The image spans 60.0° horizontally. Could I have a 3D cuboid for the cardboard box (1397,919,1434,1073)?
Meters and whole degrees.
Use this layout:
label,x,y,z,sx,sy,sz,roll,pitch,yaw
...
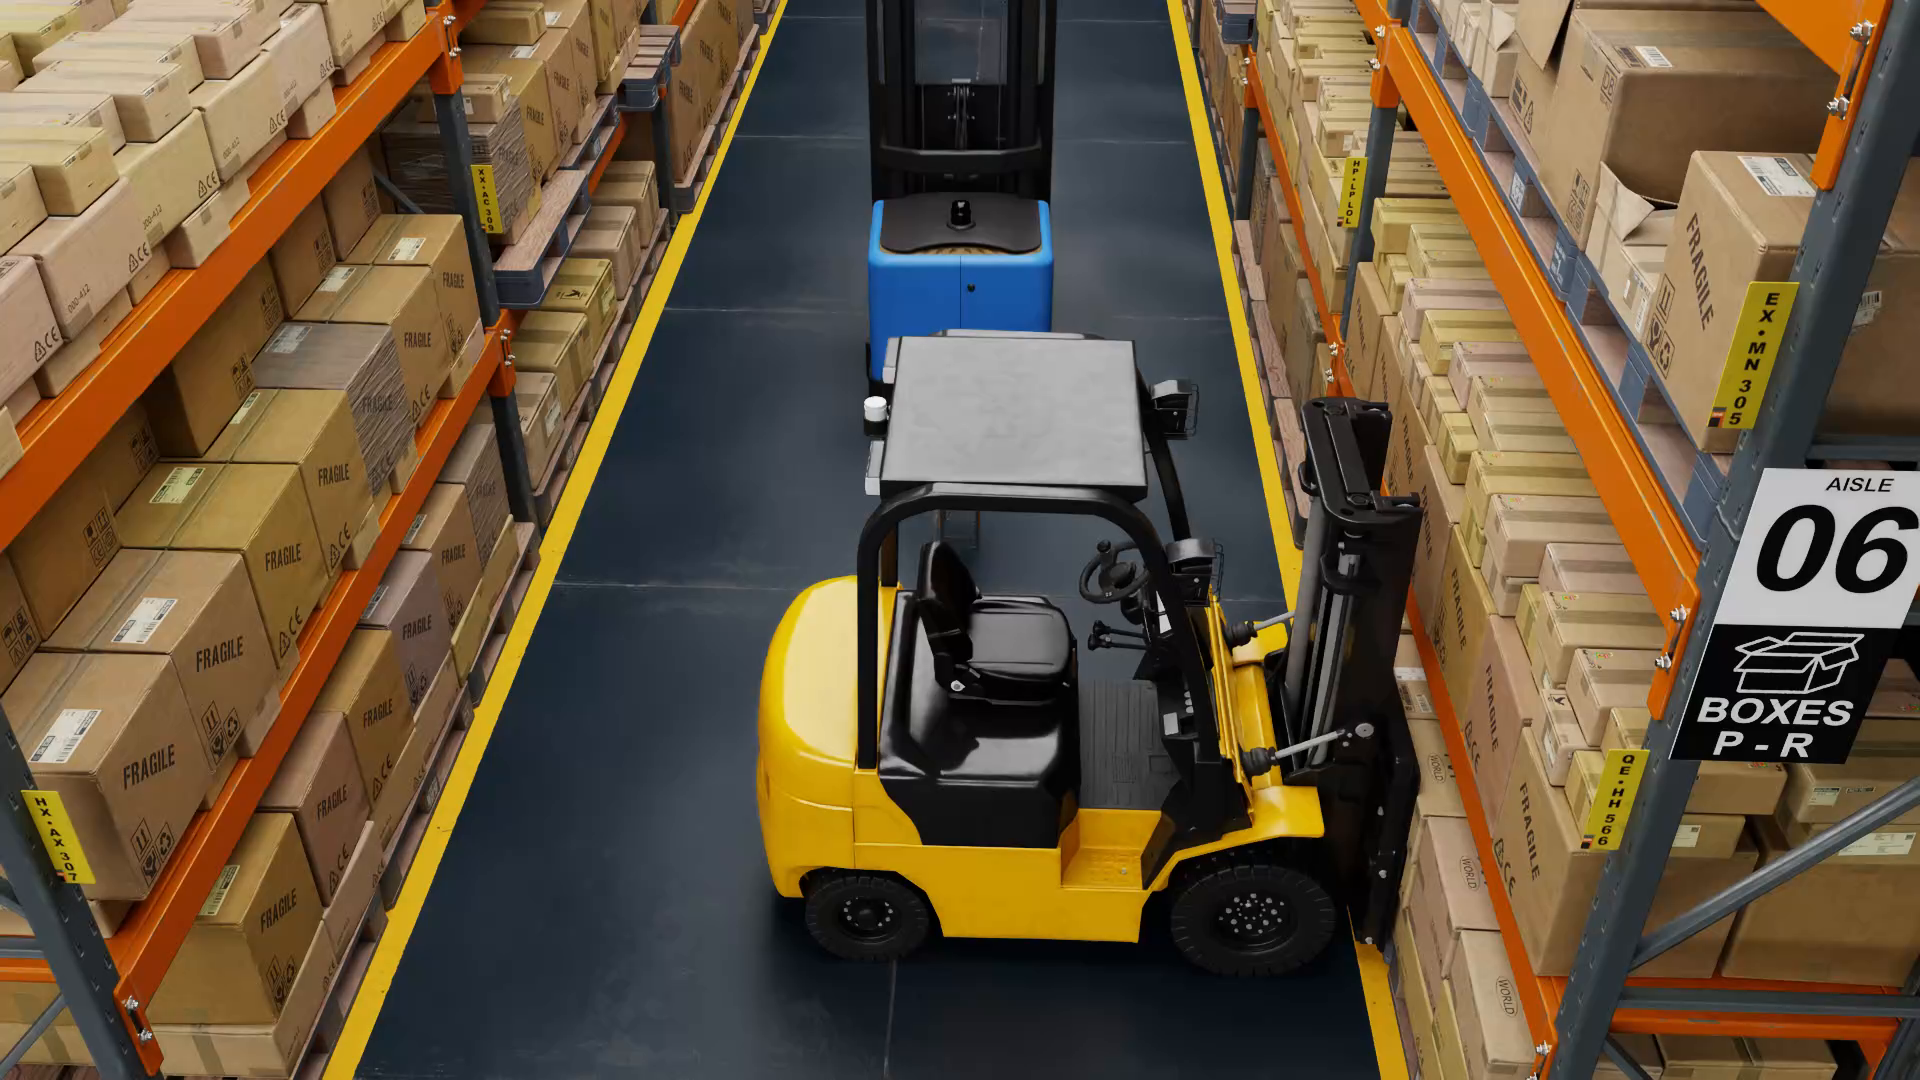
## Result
label,x,y,z,sx,sy,sz,roll,pitch,yaw
cardboard box,1.845,1.606,5.828,0.500,0.250,0.500,1,35,2

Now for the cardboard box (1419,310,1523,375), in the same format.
label,x,y,z,sx,sy,sz,roll,pitch,yaw
cardboard box,1.946,-0.740,6.230,0.380,0.149,0.250,1,35,1

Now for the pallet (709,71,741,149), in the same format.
label,x,y,z,sx,sy,sz,roll,pitch,yaw
pallet,-2.367,-3.502,13.496,1.003,0.211,1.213,1,35,2

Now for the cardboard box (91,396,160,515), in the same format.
label,x,y,z,sx,sy,sz,roll,pitch,yaw
cardboard box,-3.100,-0.353,5.374,0.700,0.500,0.500,1,35,1

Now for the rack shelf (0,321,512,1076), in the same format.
label,x,y,z,sx,sy,sz,roll,pitch,yaw
rack shelf,-2.767,0.249,6.359,1.077,0.370,4.000,1,35,2

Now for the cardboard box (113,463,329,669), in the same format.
label,x,y,z,sx,sy,sz,roll,pitch,yaw
cardboard box,-2.515,0.085,5.621,0.500,0.500,0.500,1,35,1

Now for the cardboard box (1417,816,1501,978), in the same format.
label,x,y,z,sx,sy,sz,roll,pitch,yaw
cardboard box,1.834,1.195,5.544,0.500,0.250,0.500,2,35,3

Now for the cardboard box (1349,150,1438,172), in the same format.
label,x,y,z,sx,sy,sz,roll,pitch,yaw
cardboard box,2.057,-1.739,7.910,0.380,0.149,0.250,1,35,1

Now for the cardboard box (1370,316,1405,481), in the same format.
label,x,y,z,sx,sy,sz,roll,pitch,yaw
cardboard box,1.990,-0.575,6.818,0.500,0.500,0.500,2,35,3

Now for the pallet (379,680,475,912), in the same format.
label,x,y,z,sx,sy,sz,roll,pitch,yaw
pallet,-2.725,1.035,7.039,1.003,0.211,1.213,1,35,2

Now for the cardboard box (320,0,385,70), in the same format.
label,x,y,z,sx,sy,sz,roll,pitch,yaw
cardboard box,-2.455,-1.932,6.099,0.500,0.250,0.500,1,35,1

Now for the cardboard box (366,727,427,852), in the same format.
label,x,y,z,sx,sy,sz,roll,pitch,yaw
cardboard box,-2.501,0.992,6.701,0.500,0.250,0.500,4,35,5

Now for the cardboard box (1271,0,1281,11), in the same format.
label,x,y,z,sx,sy,sz,roll,pitch,yaw
cardboard box,2.117,-3.357,10.213,0.380,0.149,0.250,2,35,3

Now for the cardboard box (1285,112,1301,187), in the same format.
label,x,y,z,sx,sy,sz,roll,pitch,yaw
cardboard box,2.110,-2.187,9.329,0.500,0.250,0.500,2,35,3

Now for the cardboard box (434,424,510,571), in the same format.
label,x,y,z,sx,sy,sz,roll,pitch,yaw
cardboard box,-2.442,-0.202,7.749,0.500,0.500,0.500,1,35,1

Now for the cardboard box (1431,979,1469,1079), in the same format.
label,x,y,z,sx,sy,sz,roll,pitch,yaw
cardboard box,1.819,1.678,5.291,0.500,0.250,0.500,1,35,1

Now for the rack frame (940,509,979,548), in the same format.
label,x,y,z,sx,sy,sz,roll,pitch,yaw
rack frame,-0.003,-0.390,8.338,0.200,1.050,0.008,1,35,2

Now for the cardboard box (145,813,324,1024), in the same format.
label,x,y,z,sx,sy,sz,roll,pitch,yaw
cardboard box,-2.538,1.279,5.641,0.500,0.500,0.500,0,35,0

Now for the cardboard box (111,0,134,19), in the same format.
label,x,y,z,sx,sy,sz,roll,pitch,yaw
cardboard box,-3.023,-1.877,5.673,0.380,0.149,0.250,0,35,0

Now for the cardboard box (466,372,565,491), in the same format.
label,x,y,z,sx,sy,sz,roll,pitch,yaw
cardboard box,-2.668,-0.593,8.851,0.950,0.372,0.625,2,35,2

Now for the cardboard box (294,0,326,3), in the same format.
label,x,y,z,sx,sy,sz,roll,pitch,yaw
cardboard box,-2.394,-2.008,5.860,0.380,0.149,0.250,2,35,3

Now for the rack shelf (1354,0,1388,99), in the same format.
label,x,y,z,sx,sy,sz,roll,pitch,yaw
rack shelf,2.353,-3.164,8.606,1.077,0.370,4.000,1,35,2

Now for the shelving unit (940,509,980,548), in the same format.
label,x,y,z,sx,sy,sz,roll,pitch,yaw
shelving unit,0.002,-0.460,8.438,0.215,1.050,0.252,1,35,2

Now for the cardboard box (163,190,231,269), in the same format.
label,x,y,z,sx,sy,sz,roll,pitch,yaw
cardboard box,-2.462,-0.947,5.044,0.380,0.149,0.250,2,35,2

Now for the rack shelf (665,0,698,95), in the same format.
label,x,y,z,sx,sy,sz,roll,pitch,yaw
rack shelf,-2.446,-4.348,12.899,1.077,0.370,4.000,1,35,2

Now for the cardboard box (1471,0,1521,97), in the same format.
label,x,y,z,sx,sy,sz,roll,pitch,yaw
cardboard box,1.910,-1.622,5.450,0.396,0.266,0.258,1,35,1

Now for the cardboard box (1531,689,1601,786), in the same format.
label,x,y,z,sx,sy,sz,roll,pitch,yaw
cardboard box,1.827,0.556,4.644,0.380,0.149,0.250,2,35,3

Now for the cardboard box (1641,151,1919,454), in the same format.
label,x,y,z,sx,sy,sz,roll,pitch,yaw
cardboard box,1.887,-0.525,3.686,0.500,0.500,0.500,2,35,3

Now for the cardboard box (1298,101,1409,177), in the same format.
label,x,y,z,sx,sy,sz,roll,pitch,yaw
cardboard box,2.077,-2.103,8.775,0.500,0.250,0.500,2,35,3

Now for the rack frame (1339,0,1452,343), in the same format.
label,x,y,z,sx,sy,sz,roll,pitch,yaw
rack frame,2.273,-1.082,7.627,1.000,3.000,0.127,1,35,2

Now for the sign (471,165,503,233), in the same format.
label,x,y,z,sx,sy,sz,roll,pitch,yaw
sign,-2.144,-1.541,7.527,0.100,0.325,0.005,1,35,2

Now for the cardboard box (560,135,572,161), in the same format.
label,x,y,z,sx,sy,sz,roll,pitch,yaw
cardboard box,-2.331,-2.171,9.029,0.380,0.149,0.250,2,35,2

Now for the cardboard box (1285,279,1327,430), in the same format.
label,x,y,z,sx,sy,sz,roll,pitch,yaw
cardboard box,2.322,-1.028,9.250,0.875,0.625,0.625,1,35,1

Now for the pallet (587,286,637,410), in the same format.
label,x,y,z,sx,sy,sz,roll,pitch,yaw
pallet,-2.611,-1.204,10.225,1.003,0.211,1.213,1,35,2

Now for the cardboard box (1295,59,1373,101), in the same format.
label,x,y,z,sx,sy,sz,roll,pitch,yaw
cardboard box,2.020,-2.479,8.963,0.380,0.149,0.250,0,35,1

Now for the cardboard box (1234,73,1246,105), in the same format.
label,x,y,z,sx,sy,sz,roll,pitch,yaw
cardboard box,2.180,-3.242,11.945,0.380,0.149,0.250,0,35,-1

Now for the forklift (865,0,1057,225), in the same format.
label,x,y,z,sx,sy,sz,roll,pitch,yaw
forklift,0.012,-2.703,9.993,1.121,2.935,3.031,0,35,0

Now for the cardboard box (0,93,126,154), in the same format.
label,x,y,z,sx,sy,sz,roll,pitch,yaw
cardboard box,-2.565,-1.121,4.599,0.380,0.149,0.250,1,35,2

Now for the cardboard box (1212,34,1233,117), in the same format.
label,x,y,z,sx,sy,sz,roll,pitch,yaw
cardboard box,2.287,-3.664,13.110,0.500,0.500,0.500,0,35,0

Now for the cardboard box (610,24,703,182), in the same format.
label,x,y,z,sx,sy,sz,roll,pitch,yaw
cardboard box,-2.415,-3.190,12.109,0.875,0.875,0.875,1,35,1

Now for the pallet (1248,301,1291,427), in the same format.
label,x,y,z,sx,sy,sz,roll,pitch,yaw
pallet,2.310,-1.068,10.032,1.003,0.211,1.213,1,35,2

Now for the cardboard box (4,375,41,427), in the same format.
label,x,y,z,sx,sy,sz,roll,pitch,yaw
cardboard box,-2.589,-0.357,4.205,0.380,0.149,0.250,0,35,0

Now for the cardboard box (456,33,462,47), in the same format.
label,x,y,z,sx,sy,sz,roll,pitch,yaw
cardboard box,-2.852,-2.381,8.764,0.500,0.500,0.500,2,35,4

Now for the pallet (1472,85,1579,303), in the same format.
label,x,y,z,sx,sy,sz,roll,pitch,yaw
pallet,2.213,-1.084,5.097,1.003,0.211,1.213,1,35,2

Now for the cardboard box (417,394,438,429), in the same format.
label,x,y,z,sx,sy,sz,roll,pitch,yaw
cardboard box,-2.487,-0.609,7.172,0.380,0.149,0.250,2,35,2

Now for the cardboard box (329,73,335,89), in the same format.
label,x,y,z,sx,sy,sz,roll,pitch,yaw
cardboard box,-2.536,-1.696,6.110,0.380,0.149,0.250,0,35,0

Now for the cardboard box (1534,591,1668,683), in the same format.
label,x,y,z,sx,sy,sz,roll,pitch,yaw
cardboard box,1.878,0.284,4.773,0.380,0.149,0.250,2,35,3

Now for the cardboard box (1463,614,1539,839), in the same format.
label,x,y,z,sx,sy,sz,roll,pitch,yaw
cardboard box,1.900,0.588,5.163,0.500,0.500,0.500,2,35,3

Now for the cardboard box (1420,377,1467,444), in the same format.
label,x,y,z,sx,sy,sz,roll,pitch,yaw
cardboard box,1.917,-0.477,6.114,0.380,0.149,0.250,0,35,0

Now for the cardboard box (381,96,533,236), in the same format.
label,x,y,z,sx,sy,sz,roll,pitch,yaw
cardboard box,-2.381,-1.792,7.926,0.500,0.500,0.500,2,35,3

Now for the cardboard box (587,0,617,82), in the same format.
label,x,y,z,sx,sy,sz,roll,pitch,yaw
cardboard box,-2.296,-2.973,9.606,0.500,0.500,0.500,-1,35,-1
